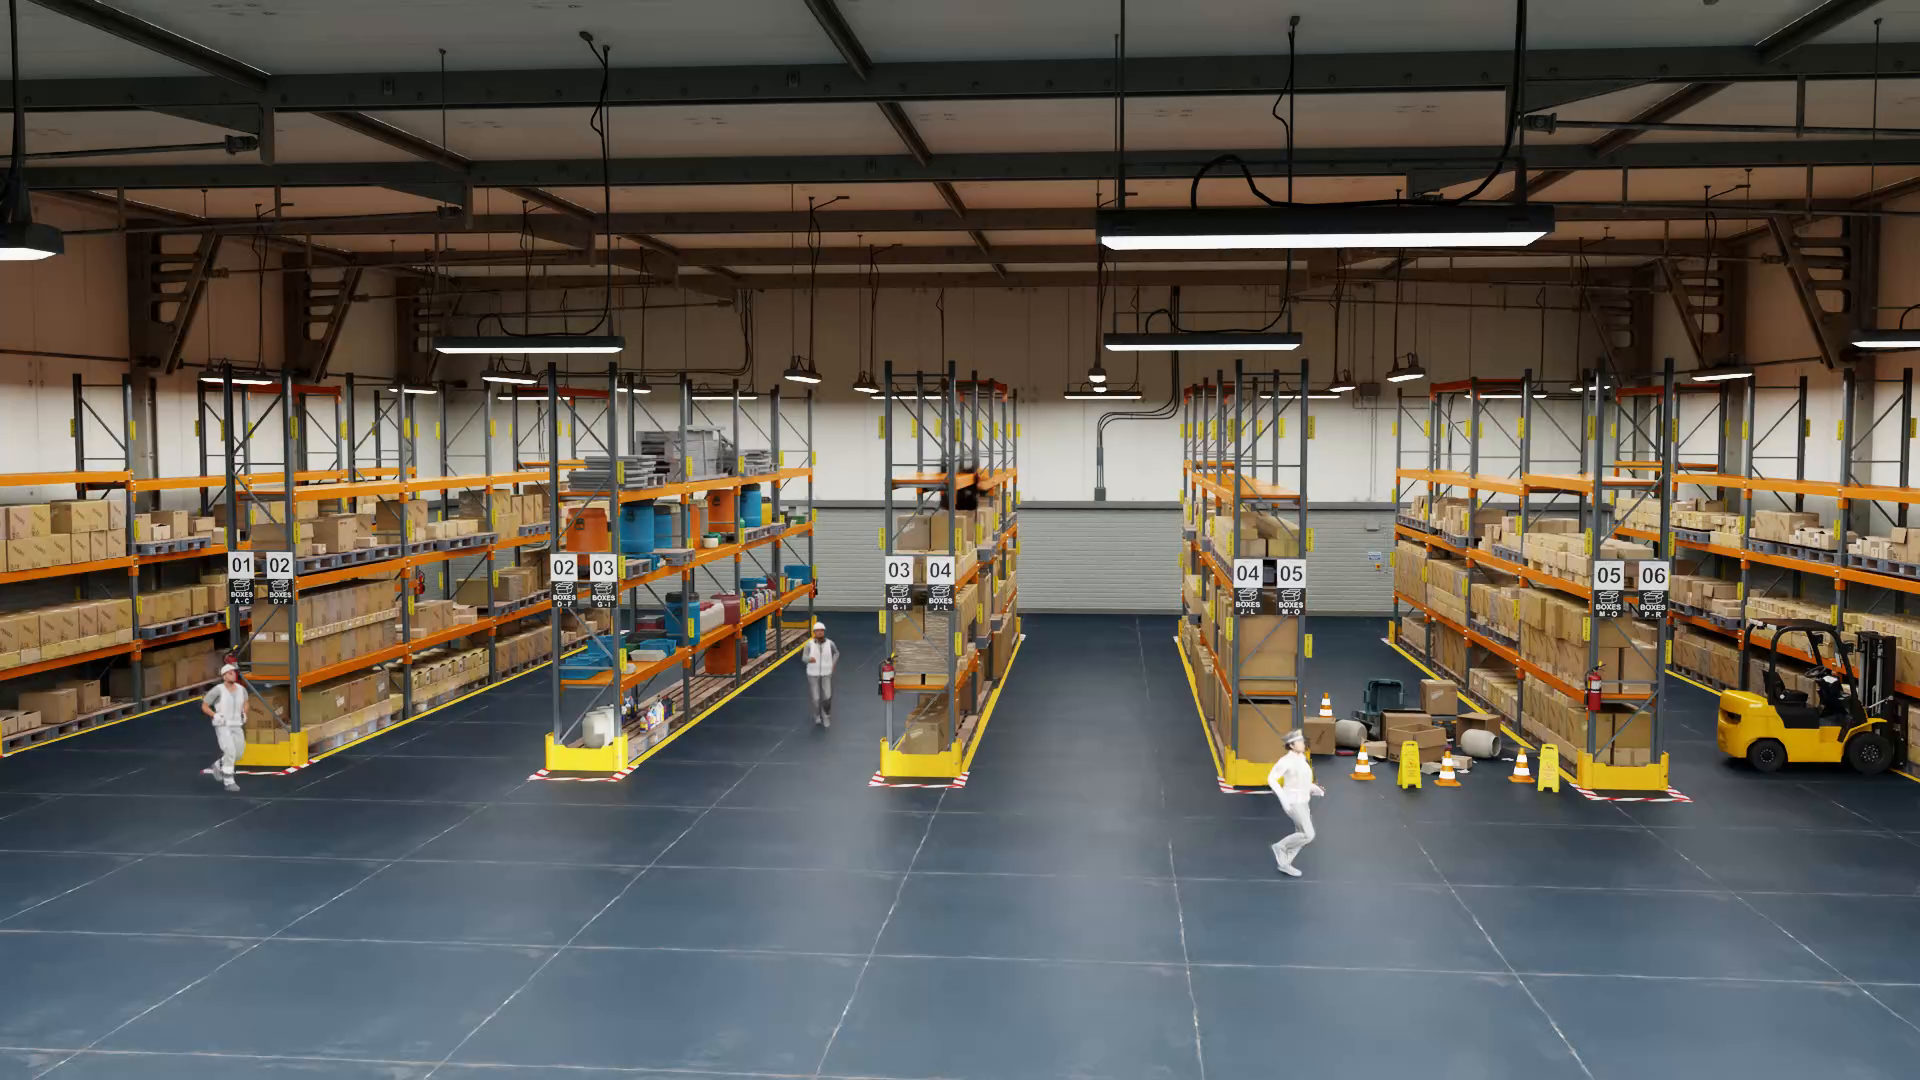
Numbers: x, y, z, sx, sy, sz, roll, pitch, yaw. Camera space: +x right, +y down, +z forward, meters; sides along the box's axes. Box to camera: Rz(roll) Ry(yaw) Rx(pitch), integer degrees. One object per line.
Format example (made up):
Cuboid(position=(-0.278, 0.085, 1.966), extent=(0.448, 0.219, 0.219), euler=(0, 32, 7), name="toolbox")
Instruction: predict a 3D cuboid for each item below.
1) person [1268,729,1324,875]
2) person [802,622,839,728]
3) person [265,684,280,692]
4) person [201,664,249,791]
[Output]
Cuboid(position=(3.809, 2.948, 18.658), extent=(0.535, 1.659, 0.605), euler=(3, 5, 38), name="person")
Cuboid(position=(-2.343, 2.286, 28.016), extent=(0.640, 1.789, 0.669), euler=(0, 4, -7), name="person")
Cuboid(position=(-11.557, 2.249, 28.276), extent=(0.718, 1.764, 1.024), euler=(0, 4, -1), name="person")
Cuboid(position=(-10.281, 2.618, 23.346), extent=(0.679, 1.756, 0.674), euler=(3, 5, 34), name="person")
